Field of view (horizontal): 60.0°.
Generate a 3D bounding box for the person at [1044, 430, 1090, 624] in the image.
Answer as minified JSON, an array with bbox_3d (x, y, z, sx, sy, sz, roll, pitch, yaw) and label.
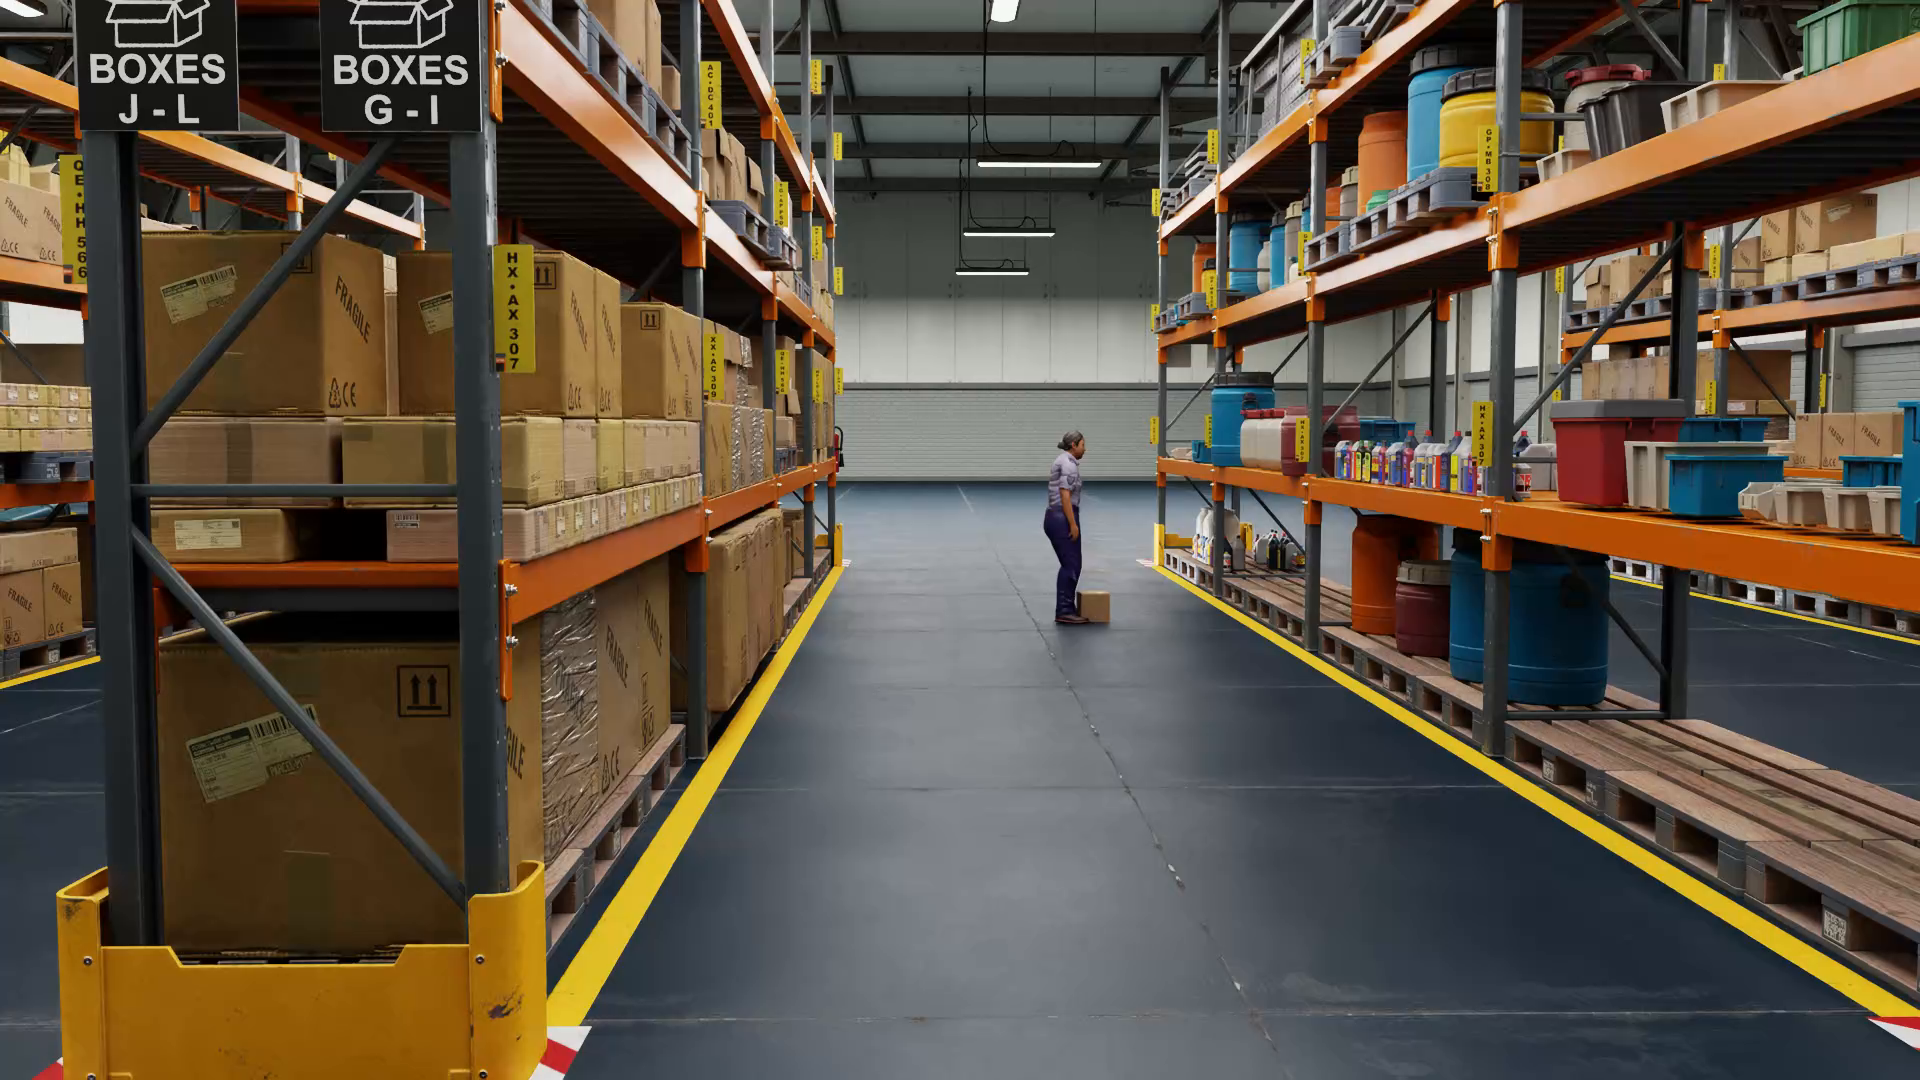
[{"bbox_3d":[0.945,-0.123,14.370,0.420,1.652,0.564,0,4,-4],"label":"person"}]
